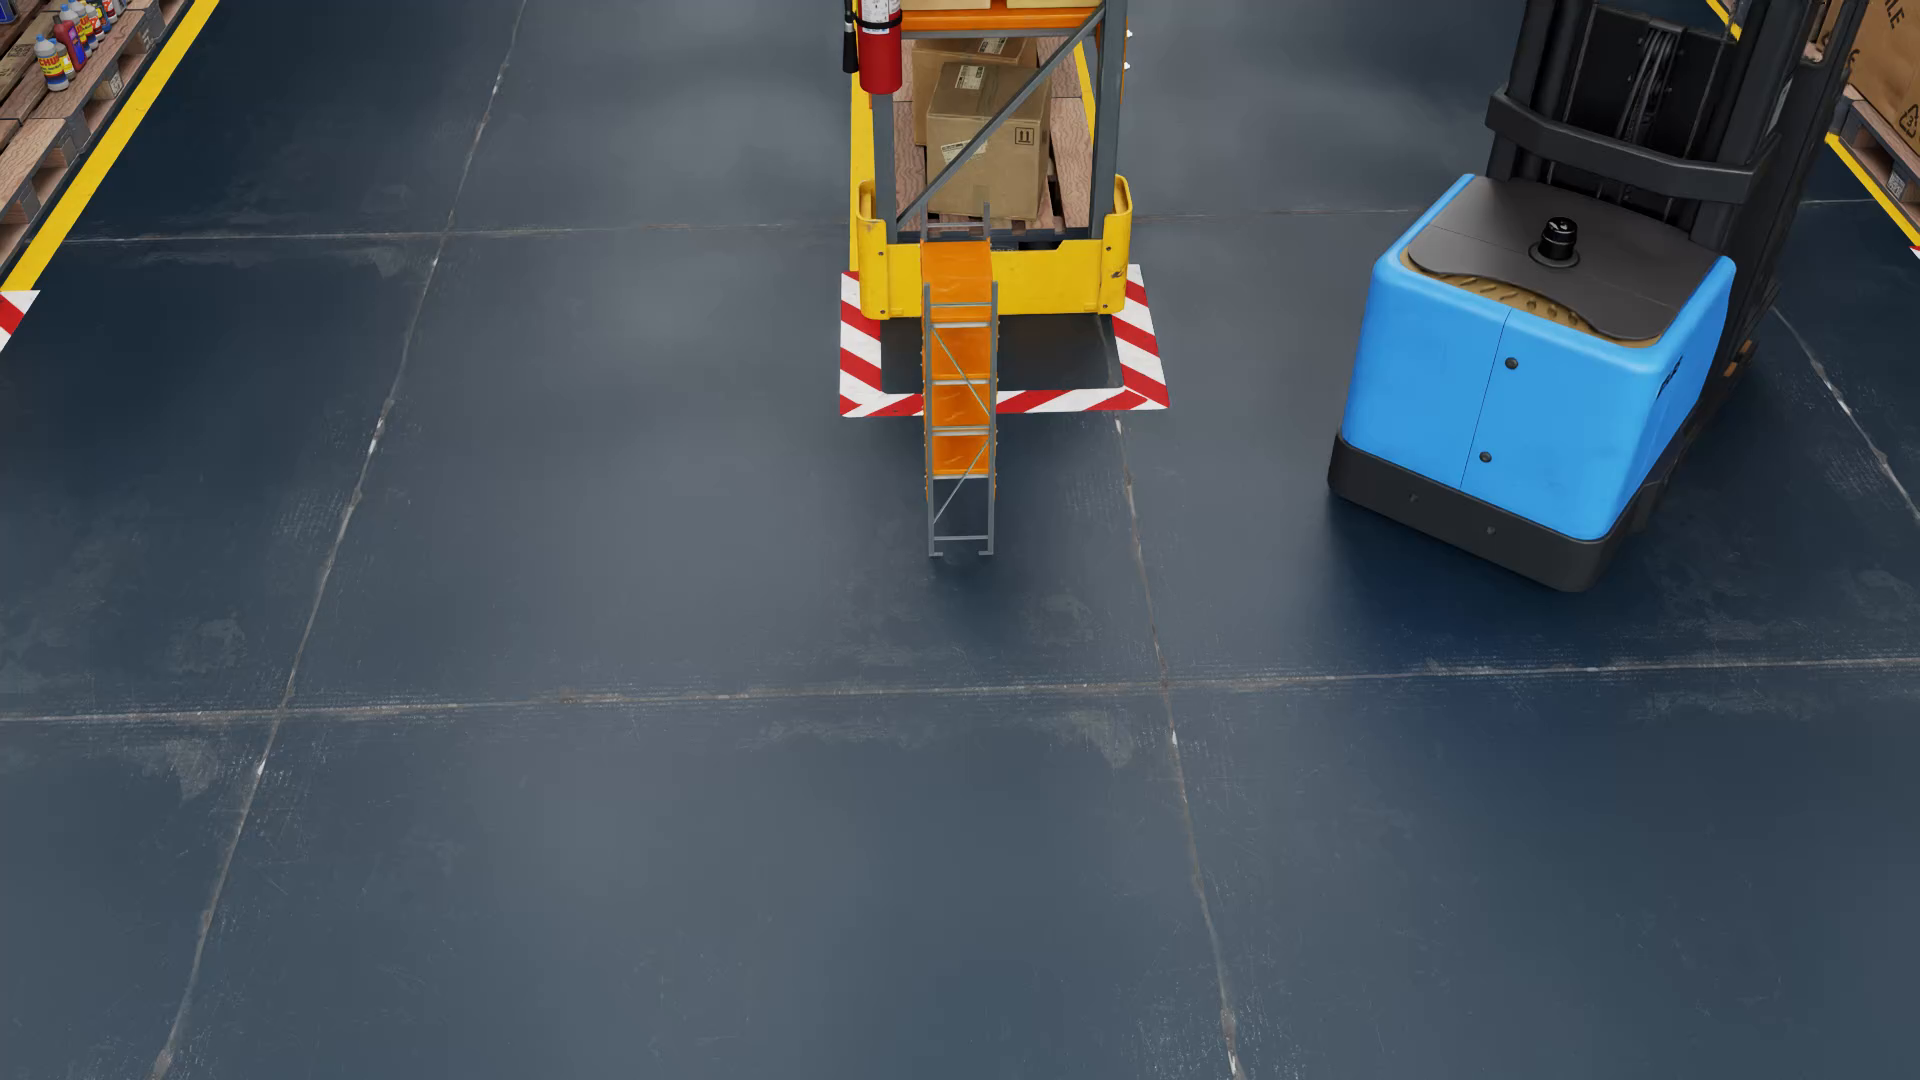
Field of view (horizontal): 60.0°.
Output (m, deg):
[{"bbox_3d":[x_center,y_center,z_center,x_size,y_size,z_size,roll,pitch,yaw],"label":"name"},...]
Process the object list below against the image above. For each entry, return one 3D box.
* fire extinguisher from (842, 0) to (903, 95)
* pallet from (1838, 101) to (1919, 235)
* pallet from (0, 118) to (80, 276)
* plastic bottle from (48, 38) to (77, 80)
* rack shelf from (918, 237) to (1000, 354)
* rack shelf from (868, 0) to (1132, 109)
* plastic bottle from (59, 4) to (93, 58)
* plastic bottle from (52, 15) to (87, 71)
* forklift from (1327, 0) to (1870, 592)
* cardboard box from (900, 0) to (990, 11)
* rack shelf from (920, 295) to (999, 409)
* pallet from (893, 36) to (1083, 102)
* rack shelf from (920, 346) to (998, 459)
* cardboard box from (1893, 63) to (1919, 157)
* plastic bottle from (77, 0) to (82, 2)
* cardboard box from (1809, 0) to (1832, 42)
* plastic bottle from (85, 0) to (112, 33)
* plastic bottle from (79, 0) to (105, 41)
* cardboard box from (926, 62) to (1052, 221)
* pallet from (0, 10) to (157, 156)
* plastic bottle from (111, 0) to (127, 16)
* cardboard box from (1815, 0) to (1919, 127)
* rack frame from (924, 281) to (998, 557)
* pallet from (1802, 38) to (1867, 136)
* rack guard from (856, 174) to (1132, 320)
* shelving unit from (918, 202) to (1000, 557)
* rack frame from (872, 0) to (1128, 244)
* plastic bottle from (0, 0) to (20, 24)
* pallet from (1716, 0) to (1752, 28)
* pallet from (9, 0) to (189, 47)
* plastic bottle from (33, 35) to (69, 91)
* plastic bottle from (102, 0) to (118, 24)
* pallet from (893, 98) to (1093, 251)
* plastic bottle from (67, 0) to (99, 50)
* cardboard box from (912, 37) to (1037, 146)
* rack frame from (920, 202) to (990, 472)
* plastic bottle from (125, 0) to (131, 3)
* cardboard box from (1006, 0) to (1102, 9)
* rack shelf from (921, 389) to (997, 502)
[{"bbox_3d":[-0.311,-2.035,6.308,0.296,0.674,0.183,-2,43,-2],"label":"fire extinguisher"},{"bbox_3d":[4.992,-1.738,7.990,1.003,0.211,1.213,-2,43,-2],"label":"pallet"},{"bbox_3d":[-4.883,-1.583,7.821,1.003,0.211,1.213,-2,43,-2],"label":"pallet"},{"bbox_3d":[-4.574,-2.446,8.444,0.097,0.201,0.097,0,43,0],"label":"plastic bottle"},{"bbox_3d":[-0.007,-0.844,5.701,0.258,0.148,0.480,-2,43,-2],"label":"rack shelf"},{"bbox_3d":[0.060,-3.239,8.097,1.077,0.370,4.000,-2,43,-2],"label":"rack shelf"},{"bbox_3d":[-4.584,-2.633,8.596,0.097,0.271,0.097,0,43,0],"label":"plastic bottle"},{"bbox_3d":[-4.561,-2.559,8.507,0.061,0.283,0.133,-1,43,-1],"label":"plastic bottle"},{"bbox_3d":[2.691,-1.843,6.092,1.130,2.935,3.031,27,49,26],"label":"forklift"},{"bbox_3d":[-0.074,-2.248,6.669,0.380,0.149,0.250,-2,43,-2],"label":"cardboard box"},{"bbox_3d":[-0.007,-0.669,5.861,0.258,0.148,0.480,-2,43,-2],"label":"rack shelf"},{"bbox_3d":[0.094,-2.549,8.875,1.003,0.211,1.213,-2,43,-2],"label":"pallet"},{"bbox_3d":[-0.007,-0.504,6.012,0.258,0.148,0.480,-2,43,-2],"label":"rack shelf"},{"bbox_3d":[5.010,-2.056,7.535,0.875,0.875,0.875,-1,43,-2],"label":"cardboard box"},{"bbox_3d":[-4.740,-2.986,8.973,0.061,0.283,0.133,-2,43,-2],"label":"plastic bottle"},{"bbox_3d":[4.934,-3.266,8.854,0.875,0.875,0.875,-1,43,-1],"label":"cardboard box"},{"bbox_3d":[-4.597,-2.837,8.819,0.097,0.271,0.097,0,43,0],"label":"plastic bottle"},{"bbox_3d":[-4.592,-2.742,8.767,0.097,0.201,0.097,0,43,0],"label":"plastic bottle"},{"bbox_3d":[0.135,-1.810,7.544,0.500,0.500,0.500,6,43,6],"label":"cardboard box"},{"bbox_3d":[-4.932,-2.405,8.717,1.003,0.211,1.213,-2,43,-2],"label":"pallet"},{"bbox_3d":[-4.633,-2.987,8.979,0.152,0.276,0.135,-1,43,-1],"label":"plastic bottle"},{"bbox_3d":[4.970,-2.650,8.183,0.875,0.875,0.875,-2,43,-2],"label":"cardboard box"},{"bbox_3d":[0.003,-0.389,5.787,0.240,1.200,0.015,-2,43,-2],"label":"rack frame"},{"bbox_3d":[4.944,-2.560,8.886,1.003,0.211,1.213,-2,43,-2],"label":"pallet"},{"bbox_3d":[0.142,-1.284,7.281,1.175,0.500,0.348,-2,43,-2],"label":"rack guard"},{"bbox_3d":[-0.007,-0.554,5.966,0.258,1.200,0.503,-2,43,-2],"label":"shelving unit"},{"bbox_3d":[0.145,-2.154,6.381,1.000,3.000,0.127,-2,43,-2],"label":"rack frame"},{"bbox_3d":[-5.181,-2.921,8.907,0.152,0.276,0.135,-2,43,-2],"label":"plastic bottle"},{"bbox_3d":[4.889,-3.385,9.787,1.003,0.211,1.213,-2,43,-2],"label":"pallet"},{"bbox_3d":[-4.987,-3.230,9.618,1.003,0.211,1.213,-2,43,-2],"label":"pallet"},{"bbox_3d":[-4.569,-2.402,8.344,0.097,0.271,0.097,0,43,0],"label":"plastic bottle"},{"bbox_3d":[-4.601,-2.880,8.918,0.097,0.201,0.097,0,43,0],"label":"plastic bottle"},{"bbox_3d":[0.142,-1.727,7.978,1.003,0.211,1.213,-2,43,-2],"label":"pallet"},{"bbox_3d":[-4.588,-2.701,8.670,0.097,0.271,0.097,0,43,0],"label":"plastic bottle"},{"bbox_3d":[0.075,-2.212,7.983,0.500,0.500,0.500,9,43,9],"label":"cardboard box"},{"bbox_3d":[-0.017,-0.719,6.146,0.240,1.200,0.015,-2,43,-2],"label":"rack frame"},{"bbox_3d":[-4.636,-3.124,9.073,0.144,0.351,0.185,-2,43,-2],"label":"plastic bottle"},{"bbox_3d":[0.371,-2.261,6.683,0.380,0.149,0.250,-2,43,-2],"label":"cardboard box"},{"bbox_3d":[-0.007,-0.358,6.146,0.258,0.148,0.480,-2,43,-2],"label":"rack shelf"}]
